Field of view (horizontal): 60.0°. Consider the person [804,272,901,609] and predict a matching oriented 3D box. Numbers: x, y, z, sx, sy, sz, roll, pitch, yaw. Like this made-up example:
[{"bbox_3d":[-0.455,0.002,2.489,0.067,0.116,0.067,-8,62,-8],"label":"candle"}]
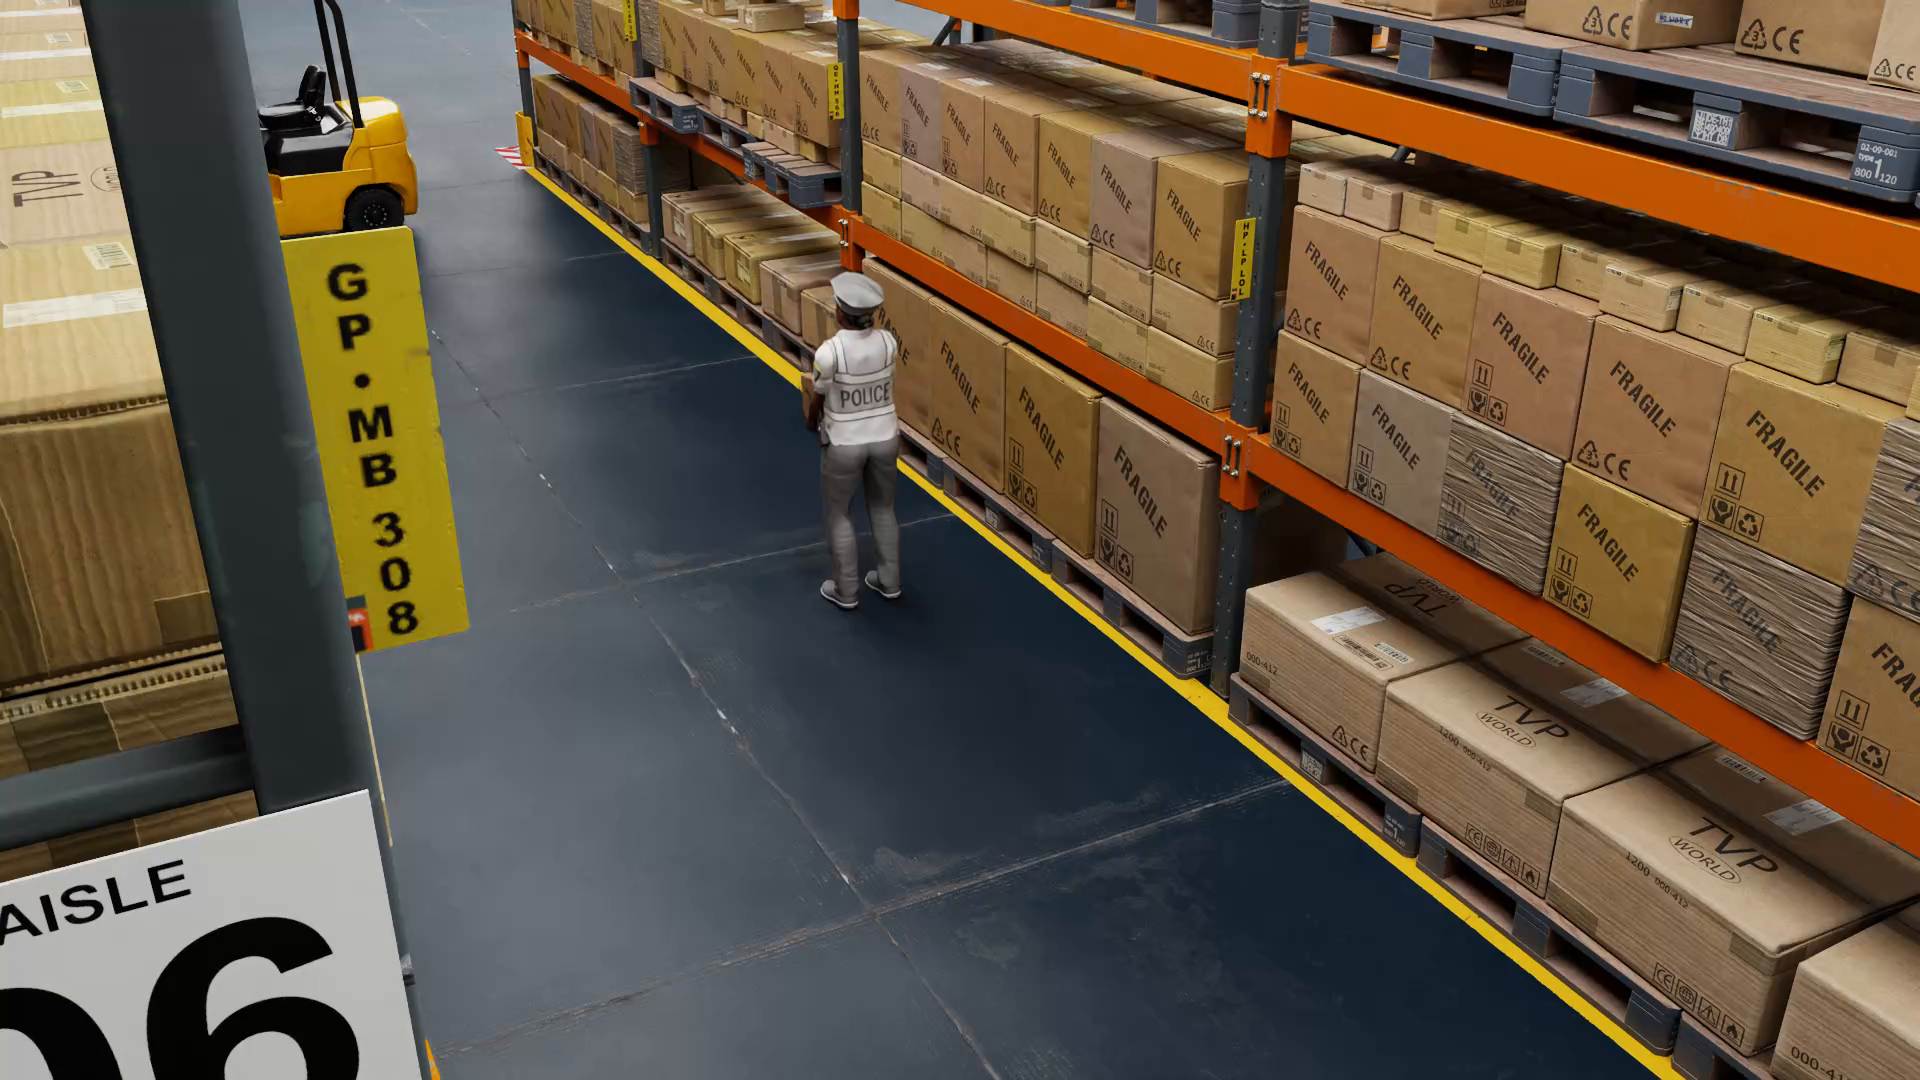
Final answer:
[{"bbox_3d":[-0.532,-0.501,8.132,0.441,1.688,0.517,-13,29,-25],"label":"person"}]
